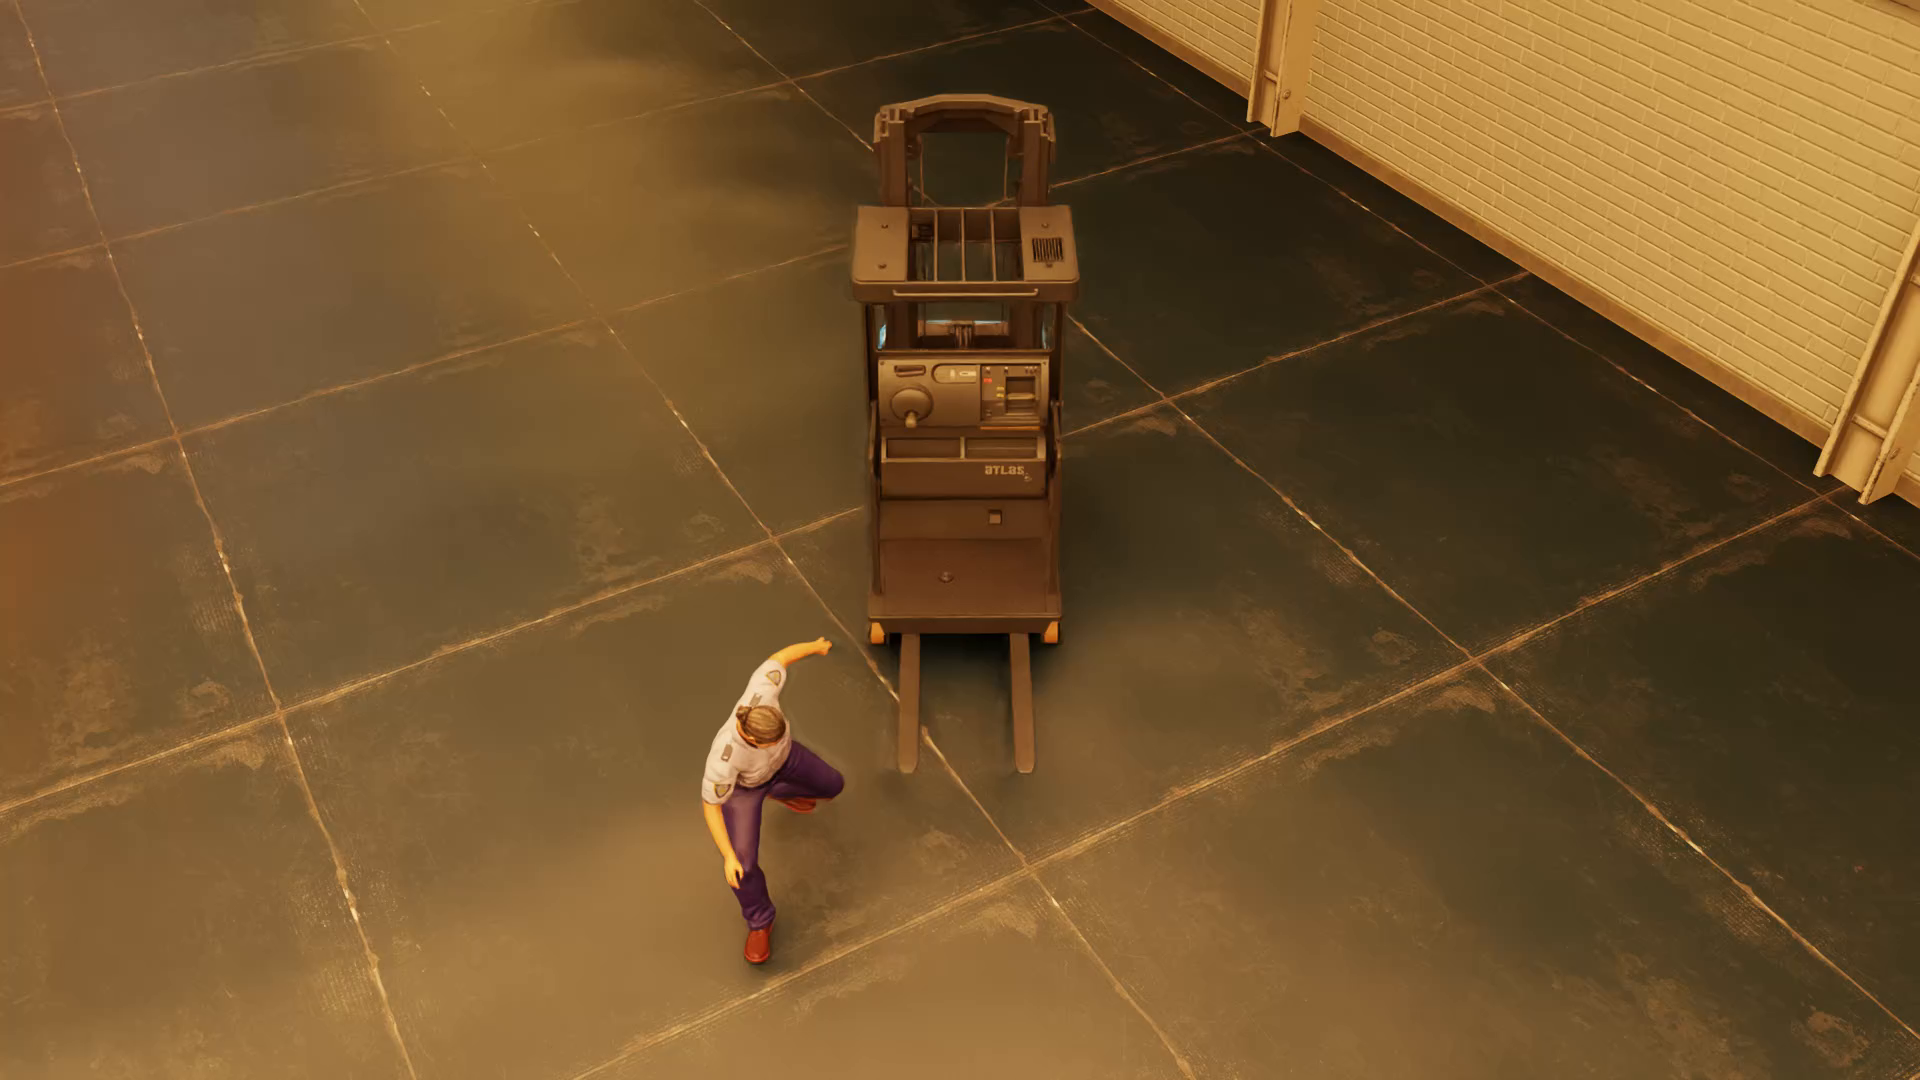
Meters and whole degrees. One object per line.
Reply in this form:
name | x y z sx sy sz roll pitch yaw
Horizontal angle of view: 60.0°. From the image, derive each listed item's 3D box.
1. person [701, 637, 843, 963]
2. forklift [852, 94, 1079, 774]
person | -0.880 1.106 7.915 0.707 1.384 1.095 28 47 29
forklift | 0.024 -0.727 8.913 1.130 2.935 3.031 0 40 0
